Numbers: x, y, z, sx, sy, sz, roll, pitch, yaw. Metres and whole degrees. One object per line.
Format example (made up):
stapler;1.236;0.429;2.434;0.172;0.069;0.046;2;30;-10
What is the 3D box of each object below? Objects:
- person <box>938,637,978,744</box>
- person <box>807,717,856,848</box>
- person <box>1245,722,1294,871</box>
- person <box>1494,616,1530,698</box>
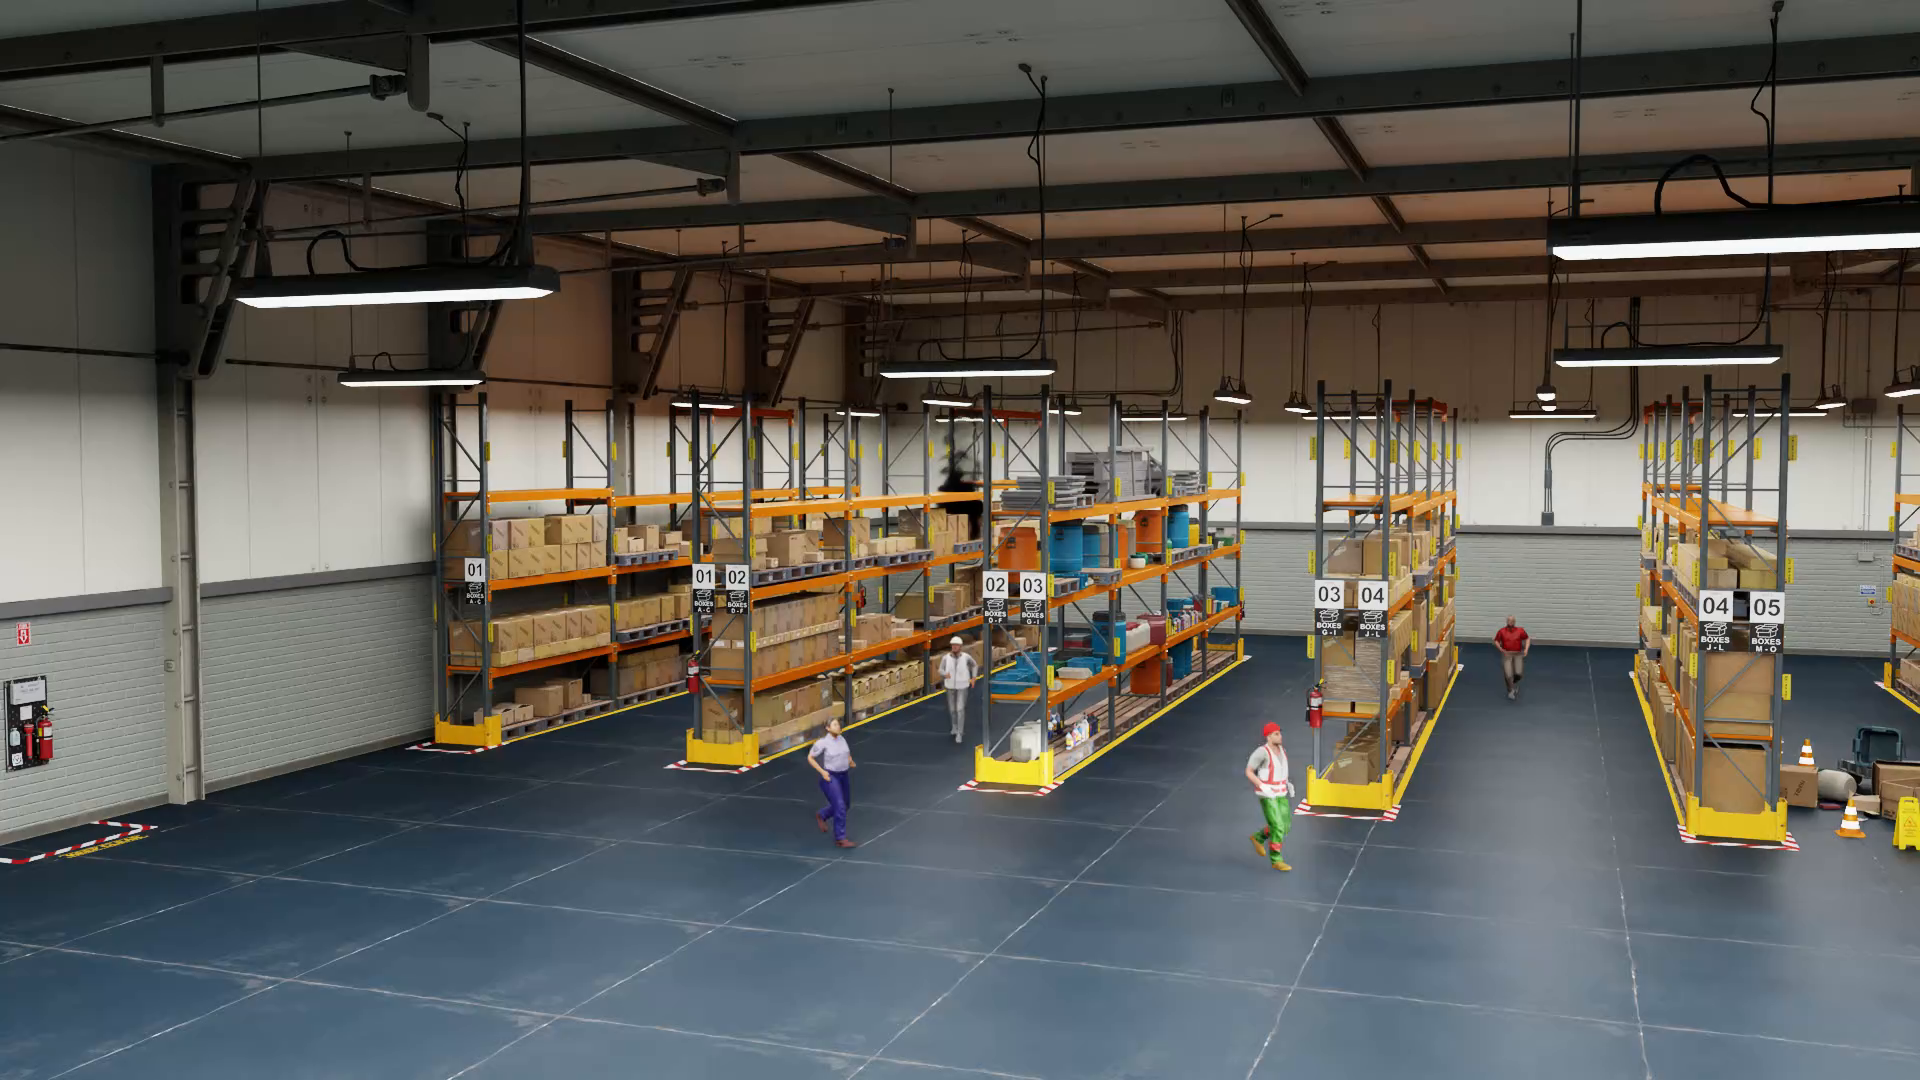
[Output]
person;-0.049;2.580;28.858;0.674;1.825;0.816;1;3;11
person;-1.627;3.064;21.214;0.813;1.612;0.620;3;4;41
person;3.702;3.061;19.975;0.669;1.756;0.682;-2;4;-39
person;11.208;2.373;33.761;0.700;1.673;0.553;1;3;15
